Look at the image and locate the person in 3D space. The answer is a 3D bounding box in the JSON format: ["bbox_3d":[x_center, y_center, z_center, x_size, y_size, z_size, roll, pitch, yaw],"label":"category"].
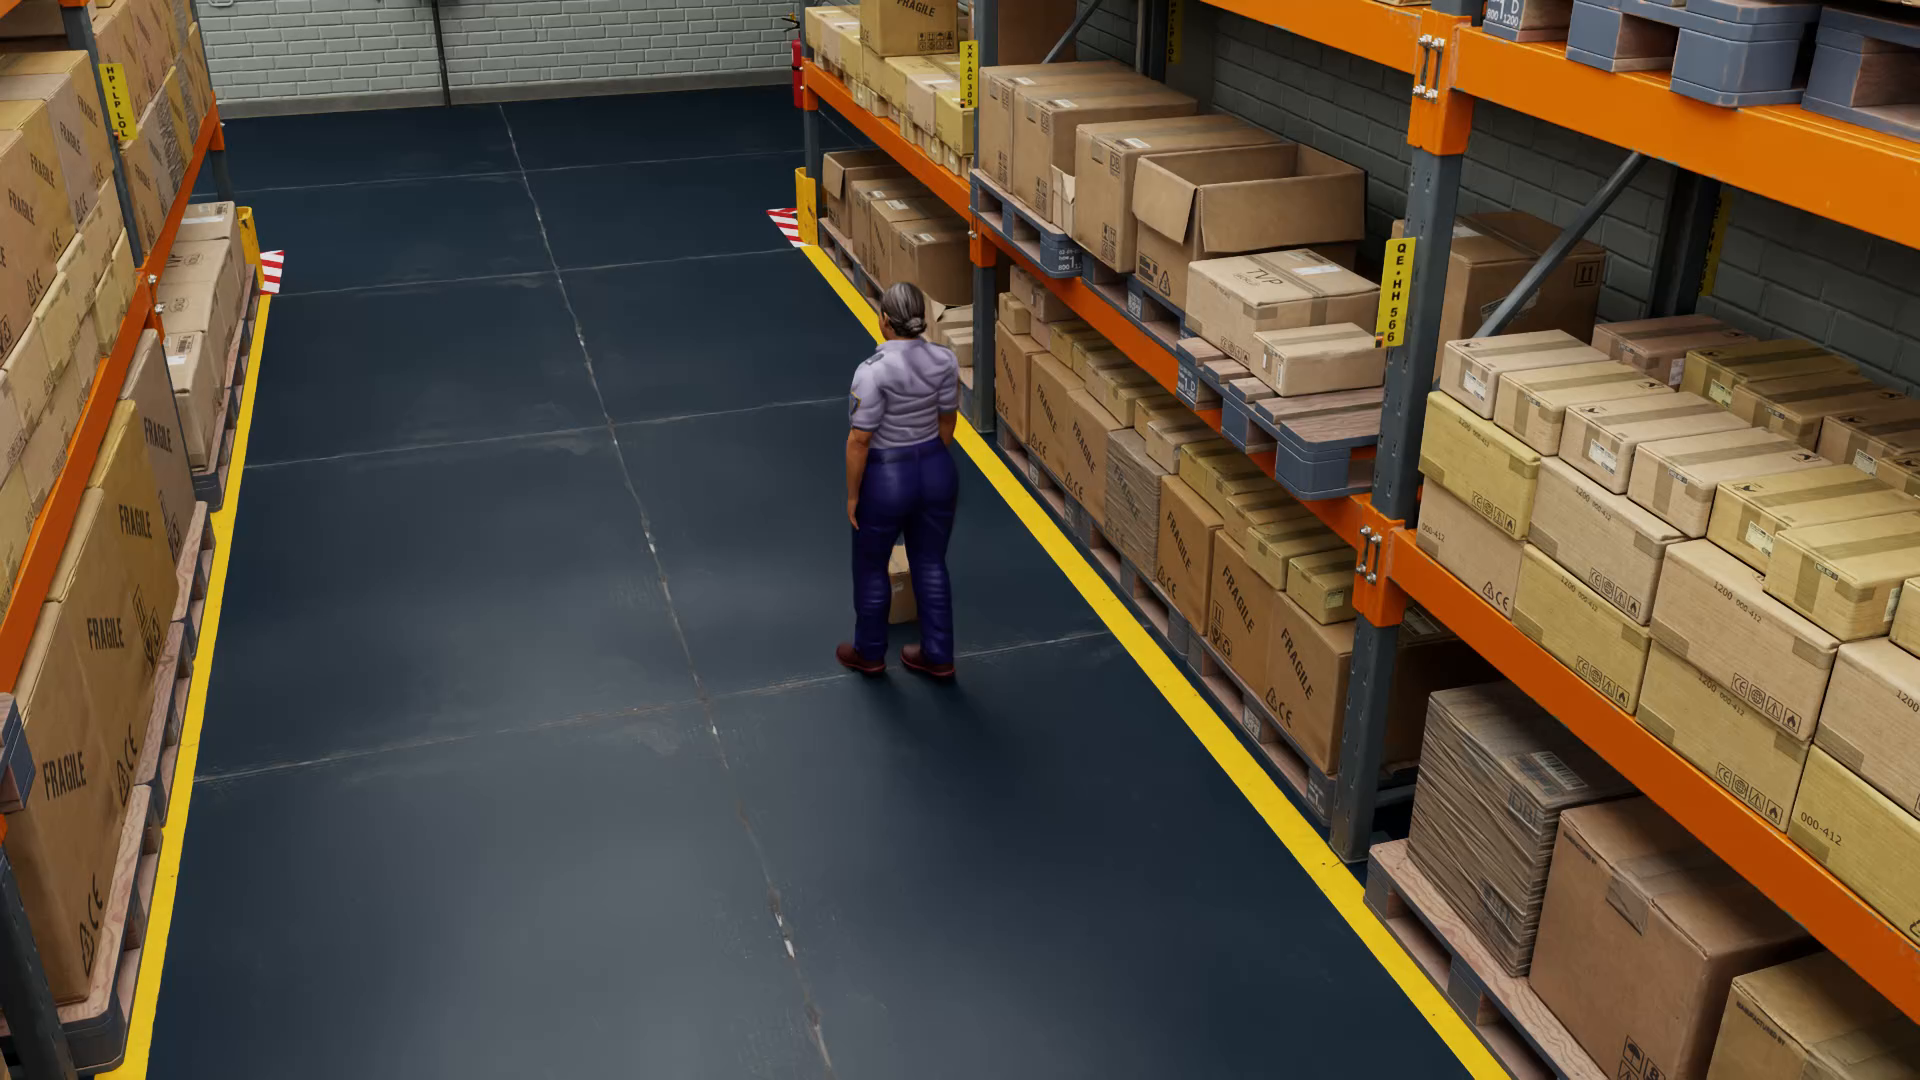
[{"bbox_3d":[-0.162,-0.225,6.601,0.513,1.707,0.329,-11,29,-21],"label":"person"}]
